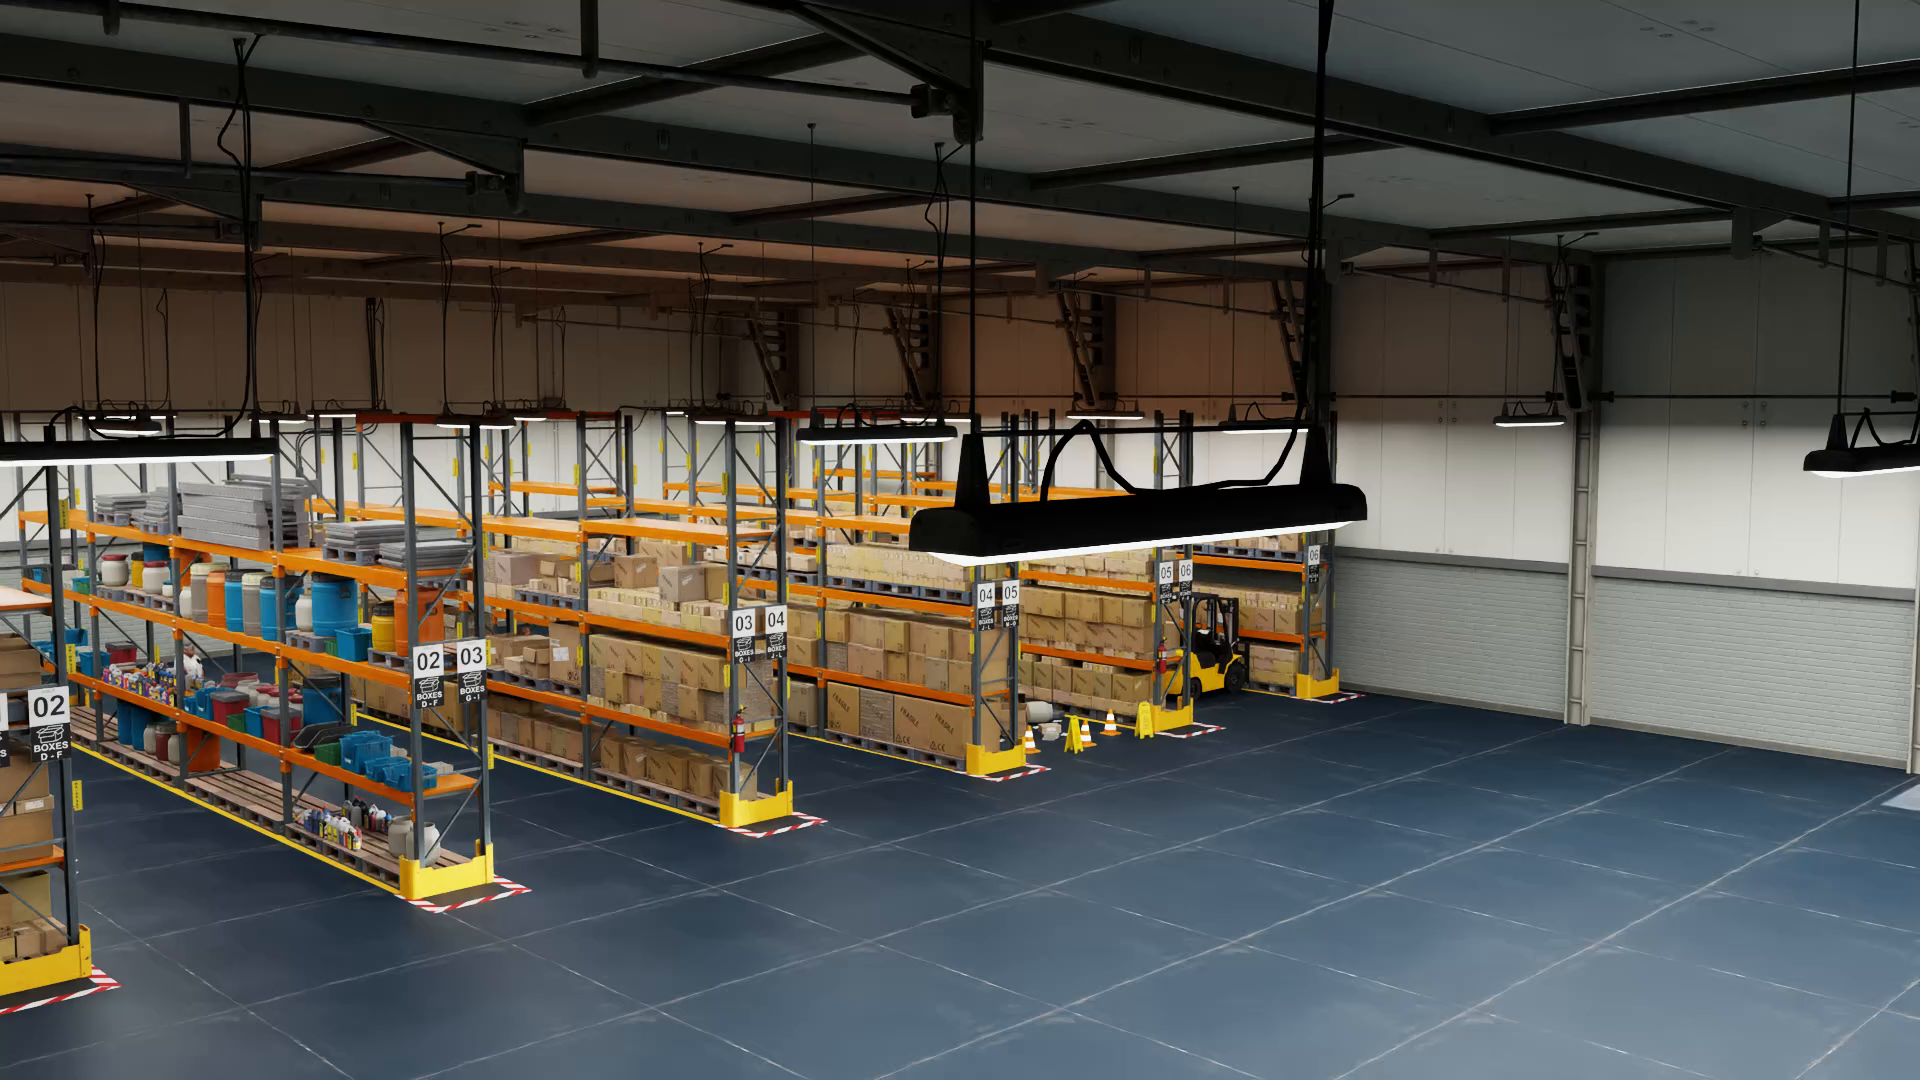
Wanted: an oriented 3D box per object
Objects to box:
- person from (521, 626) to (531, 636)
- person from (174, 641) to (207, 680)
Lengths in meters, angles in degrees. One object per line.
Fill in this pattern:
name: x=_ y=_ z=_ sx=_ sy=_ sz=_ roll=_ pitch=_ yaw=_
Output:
person: x=-9.142 y=2.536 z=34.796 sx=0.495 sy=1.513 sz=0.785 roll=-3 pitch=6 yaw=-34
person: x=-14.428 y=2.737 z=31.242 sx=1.063 sy=1.699 sz=0.639 roll=2 pitch=5 yaw=25
